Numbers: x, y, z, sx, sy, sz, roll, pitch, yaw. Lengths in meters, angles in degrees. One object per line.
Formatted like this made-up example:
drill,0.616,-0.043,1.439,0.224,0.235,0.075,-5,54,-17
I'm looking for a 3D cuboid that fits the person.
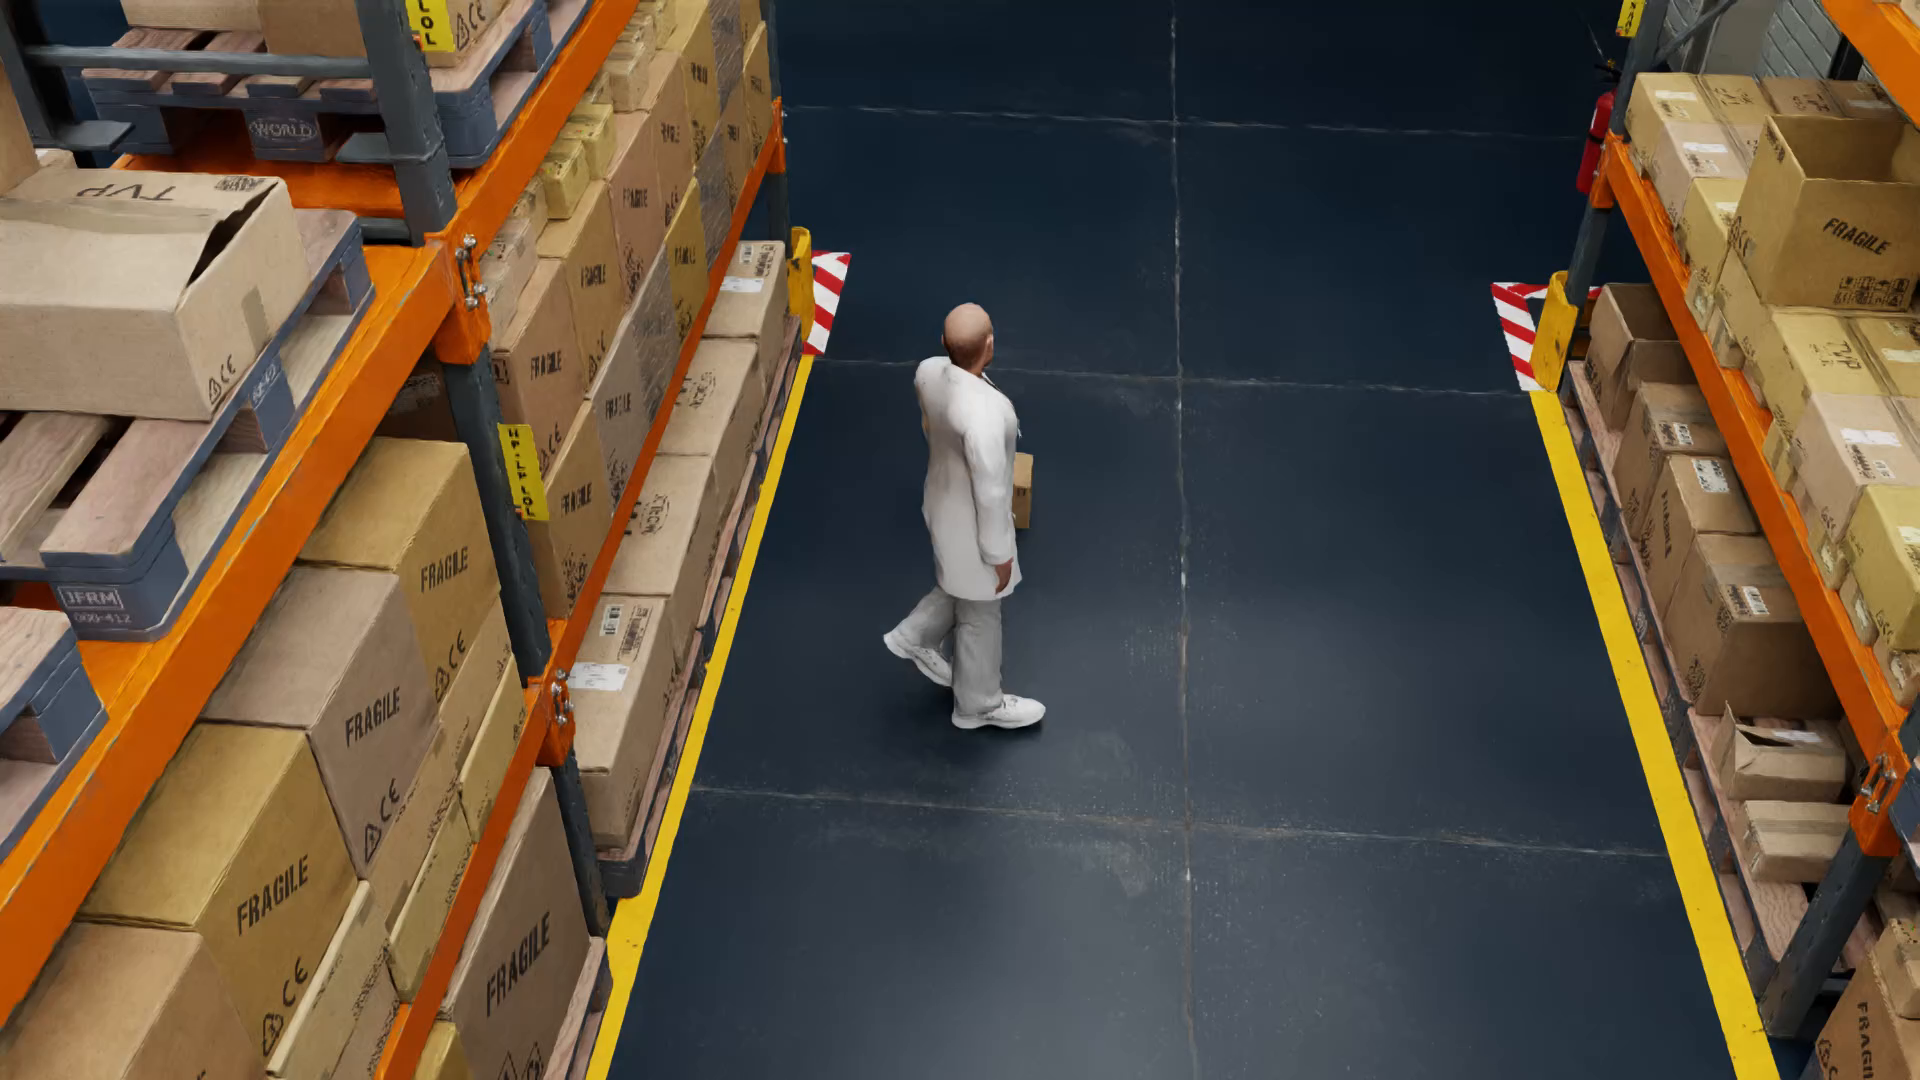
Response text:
person,0.002,-0.006,6.305,0.552,1.575,0.653,-13,41,-15
